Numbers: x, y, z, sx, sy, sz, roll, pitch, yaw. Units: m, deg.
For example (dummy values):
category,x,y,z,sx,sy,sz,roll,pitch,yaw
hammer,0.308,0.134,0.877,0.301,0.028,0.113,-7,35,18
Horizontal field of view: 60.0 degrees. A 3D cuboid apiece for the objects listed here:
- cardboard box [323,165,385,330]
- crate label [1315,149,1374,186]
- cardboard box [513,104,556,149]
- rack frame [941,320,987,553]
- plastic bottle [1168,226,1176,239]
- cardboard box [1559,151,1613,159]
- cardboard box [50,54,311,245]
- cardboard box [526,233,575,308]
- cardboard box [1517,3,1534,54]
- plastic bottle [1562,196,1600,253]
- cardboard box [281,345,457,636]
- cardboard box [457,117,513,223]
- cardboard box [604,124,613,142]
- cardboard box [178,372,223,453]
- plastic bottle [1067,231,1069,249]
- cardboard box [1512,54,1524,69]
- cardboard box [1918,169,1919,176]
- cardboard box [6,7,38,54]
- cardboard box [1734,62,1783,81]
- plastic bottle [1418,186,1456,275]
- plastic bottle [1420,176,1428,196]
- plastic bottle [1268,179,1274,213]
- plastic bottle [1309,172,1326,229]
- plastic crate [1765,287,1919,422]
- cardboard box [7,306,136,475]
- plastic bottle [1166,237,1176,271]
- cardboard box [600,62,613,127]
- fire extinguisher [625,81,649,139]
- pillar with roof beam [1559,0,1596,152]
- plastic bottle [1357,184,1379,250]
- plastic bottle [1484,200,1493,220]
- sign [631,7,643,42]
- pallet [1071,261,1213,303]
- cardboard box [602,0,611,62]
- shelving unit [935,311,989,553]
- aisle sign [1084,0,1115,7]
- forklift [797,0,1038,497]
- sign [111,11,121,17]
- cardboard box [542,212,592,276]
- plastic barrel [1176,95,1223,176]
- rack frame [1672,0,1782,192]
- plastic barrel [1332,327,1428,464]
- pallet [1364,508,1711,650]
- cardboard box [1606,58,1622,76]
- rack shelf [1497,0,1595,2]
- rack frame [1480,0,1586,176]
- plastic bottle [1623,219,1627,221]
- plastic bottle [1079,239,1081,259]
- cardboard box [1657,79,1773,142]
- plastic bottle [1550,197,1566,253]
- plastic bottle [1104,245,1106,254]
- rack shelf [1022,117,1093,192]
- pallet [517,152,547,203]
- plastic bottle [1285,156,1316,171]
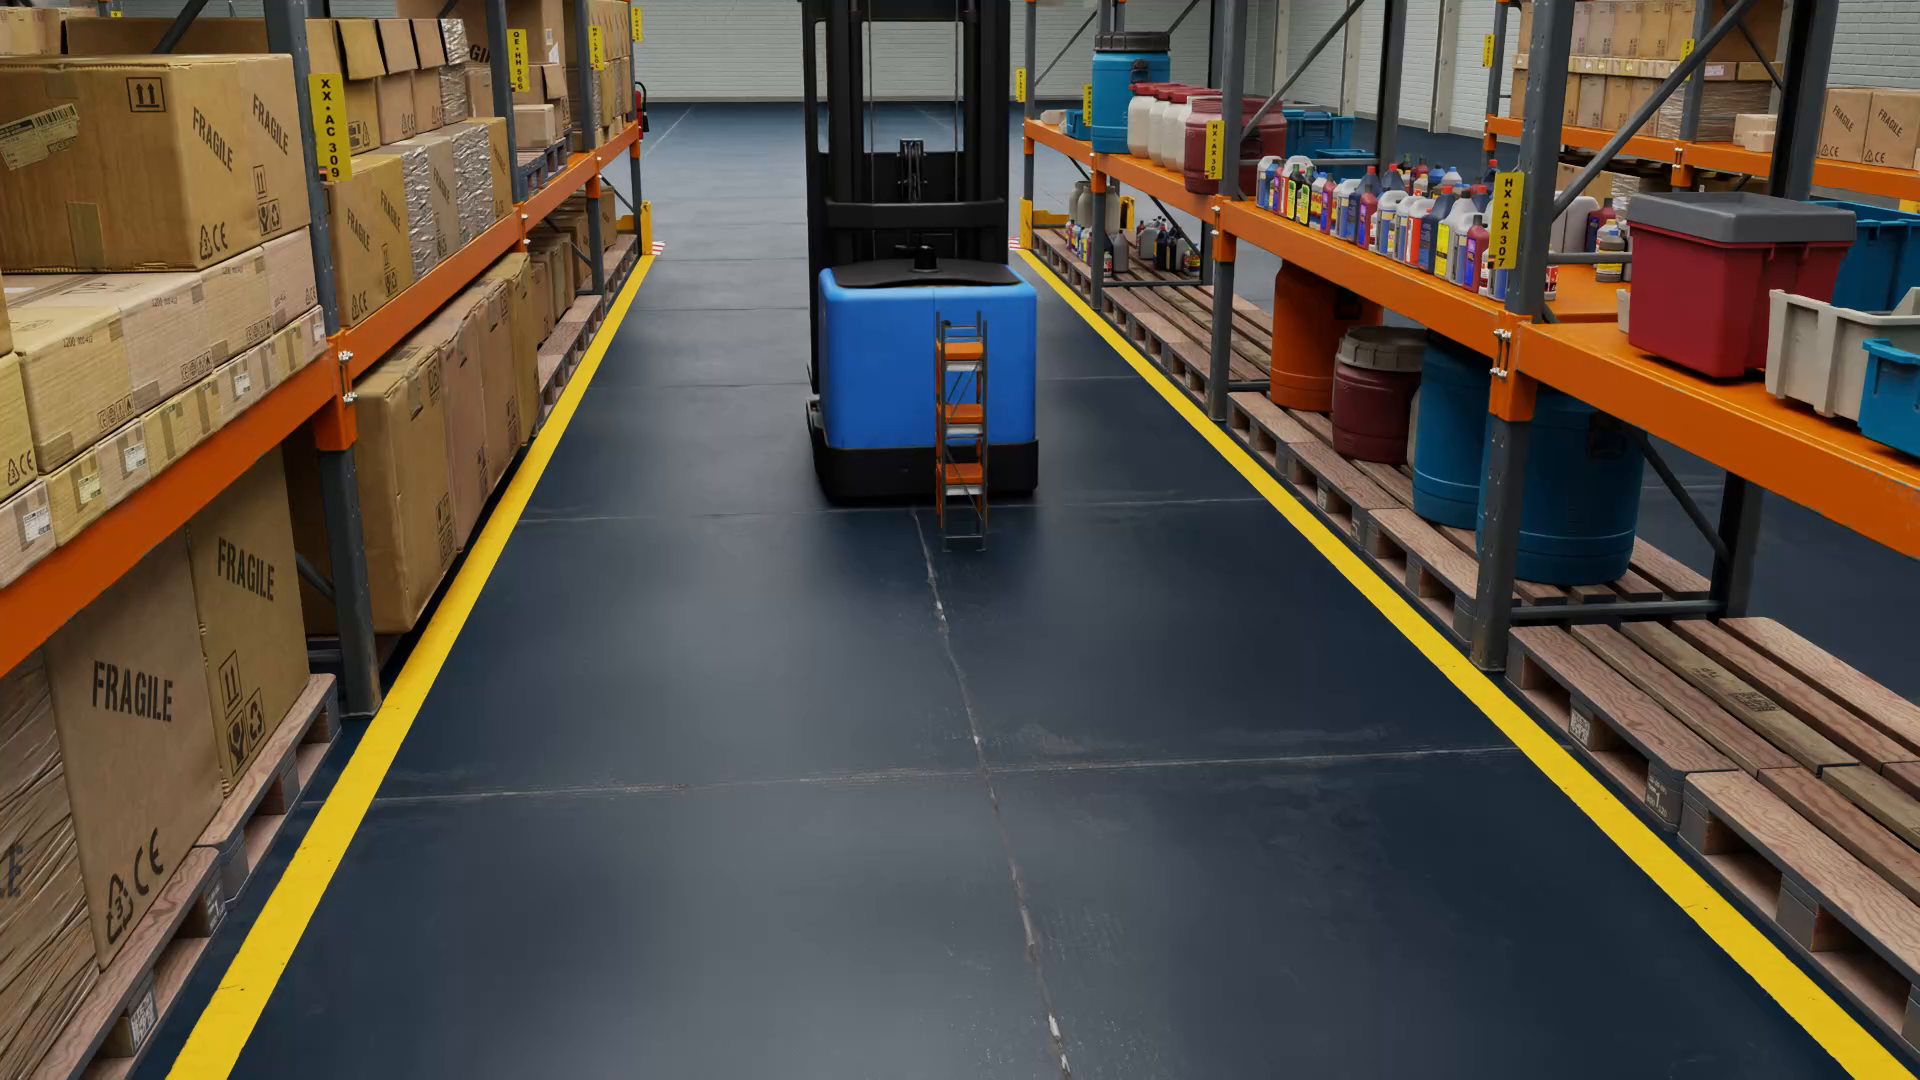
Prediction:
category,x,y,z,sx,sy,sz,roll,pitch,yaw
cardboard box,-2.317,-1.012,5.726,0.500,0.500,0.500,-2,18,-5
crate label,2.325,-2.222,10.025,0.303,0.233,0.416,-2,18,-6
cardboard box,-2.875,-2.647,10.649,0.500,0.250,0.500,-2,18,-7
rack frame,0.018,-0.449,7.353,0.200,1.050,0.008,-2,18,-6
plastic bottle,1.894,-2.612,14.676,0.144,0.351,0.185,-3,18,-8
cardboard box,6.450,-3.795,17.396,0.500,0.500,0.500,-2,18,-6
cardboard box,-2.204,-1.119,4.736,0.500,0.500,0.500,-1,17,-4
cardboard box,-3.301,-2.037,12.596,0.700,0.500,0.500,-3,18,-10
cardboard box,6.139,-5.211,16.935,0.700,0.500,0.500,-2,18,-5
plastic bottle,2.644,-1.339,7.141,0.152,0.276,0.135,-2,18,-6
cardboard box,-2.604,-0.196,6.141,1.225,0.875,0.875,-2,18,-5
cardboard box,-2.633,-1.920,8.617,0.500,0.500,0.500,-1,17,-4
cardboard box,-3.152,-3.455,14.094,0.380,0.149,0.250,-2,18,-6
cardboard box,-2.054,-0.312,4.084,0.380,0.149,0.250,-1,17,-5
plastic bottle,1.059,-2.842,15.659,0.097,0.201,0.097,0,17,0
cardboard box,5.925,-4.933,17.133,0.380,0.149,0.250,-2,18,-6
cardboard box,6.556,-2.456,10.911,0.380,0.149,0.250,-2,18,-6
cardboard box,-8.445,-4.261,14.188,0.875,0.550,0.500,-2,18,-6
cardboard box,6.676,-3.951,14.005,0.380,0.149,0.250,-2,18,-6
plastic bottle,1.969,-1.268,6.790,0.144,0.351,0.185,-2,18,-6
plastic bottle,2.490,-1.830,8.828,0.097,0.201,0.097,0,17,0
plastic bottle,1.714,-1.866,8.945,0.097,0.201,0.097,0,17,0
plastic bottle,1.789,-1.682,8.243,0.097,0.271,0.097,0,17,0
plastic crate,2.383,-0.484,4.309,0.437,0.282,0.530,-2,18,-6
cardboard box,-2.054,-0.309,3.408,0.500,0.250,0.500,-2,18,-7
plastic bottle,1.820,-2.471,14.339,0.061,0.283,0.133,-2,18,-6
cardboard box,-3.344,-3.679,13.723,0.875,0.500,0.500,-2,18,-6
fire extinguisher,-3.309,-4.406,16.833,0.296,0.674,0.183,-2,18,-6
pillar with roof beam,6.438,-10.977,27.617,9.100,9.000,0.400,-2,18,-6
plastic bottle,1.850,-1.460,7.515,0.061,0.283,0.133,-2,18,-6
plastic bottle,2.132,-1.217,6.629,0.144,0.351,0.185,-2,18,-6
sign,-3.201,-5.109,16.483,0.100,0.325,0.005,-2,18,-6
pallet,1.556,-2.227,14.418,1.003,0.211,1.213,-2,18,-6
cardboard box,-3.241,-4.310,14.064,0.500,0.500,0.500,-2,18,-6
shelving unit,0.006,-0.485,7.469,0.215,1.050,0.252,-2,18,-6
aisle sign,1.459,-5.819,16.863,0.394,0.787,0.004,-2,18,-6
forklift,-0.312,-2.006,9.174,1.130,2.935,3.031,-2,18,-7
sign,-8.158,-4.950,16.107,0.100,0.325,0.005,-2,18,-6
cardboard box,-3.411,-2.502,14.110,0.500,0.500,0.500,4,18,12
plastic barrel,1.634,-2.643,10.902,0.421,0.512,0.421,0,17,0
rack frame,6.511,-3.508,13.843,1.000,3.000,0.127,-2,18,-6
plastic barrel,2.180,-0.733,8.327,0.600,0.588,0.708,-2,18,-6
pallet,2.371,0.127,6.921,1.003,0.211,1.213,-2,18,-6
cardboard box,6.140,-4.318,15.173,0.380,0.149,0.250,-1,17,-4
rack shelf,6.305,-5.192,15.400,1.077,0.370,4.000,-2,18,-6
rack frame,6.098,-4.700,17.639,1.000,3.000,0.127,-2,18,-6
plastic bottle,2.717,-1.205,6.723,0.097,0.271,0.097,0,17,0
plastic bottle,1.125,-2.650,15.048,0.097,0.201,0.097,0,17,0
cardboard box,6.459,-3.688,14.249,0.700,0.500,0.500,-2,18,-7
plastic bottle,2.493,-1.334,7.126,0.152,0.276,0.135,-2,18,-6
plastic bottle,1.206,-2.403,14.124,0.061,0.283,0.133,-1,17,-3
rack shelf,1.377,-3.609,15.365,1.077,0.370,4.000,-2,18,-6
pallet,-3.110,-2.129,9.770,1.213,0.211,1.003,-2,18,-6
plastic bottle,1.871,-1.971,9.154,0.152,0.276,0.135,-2,18,-6
